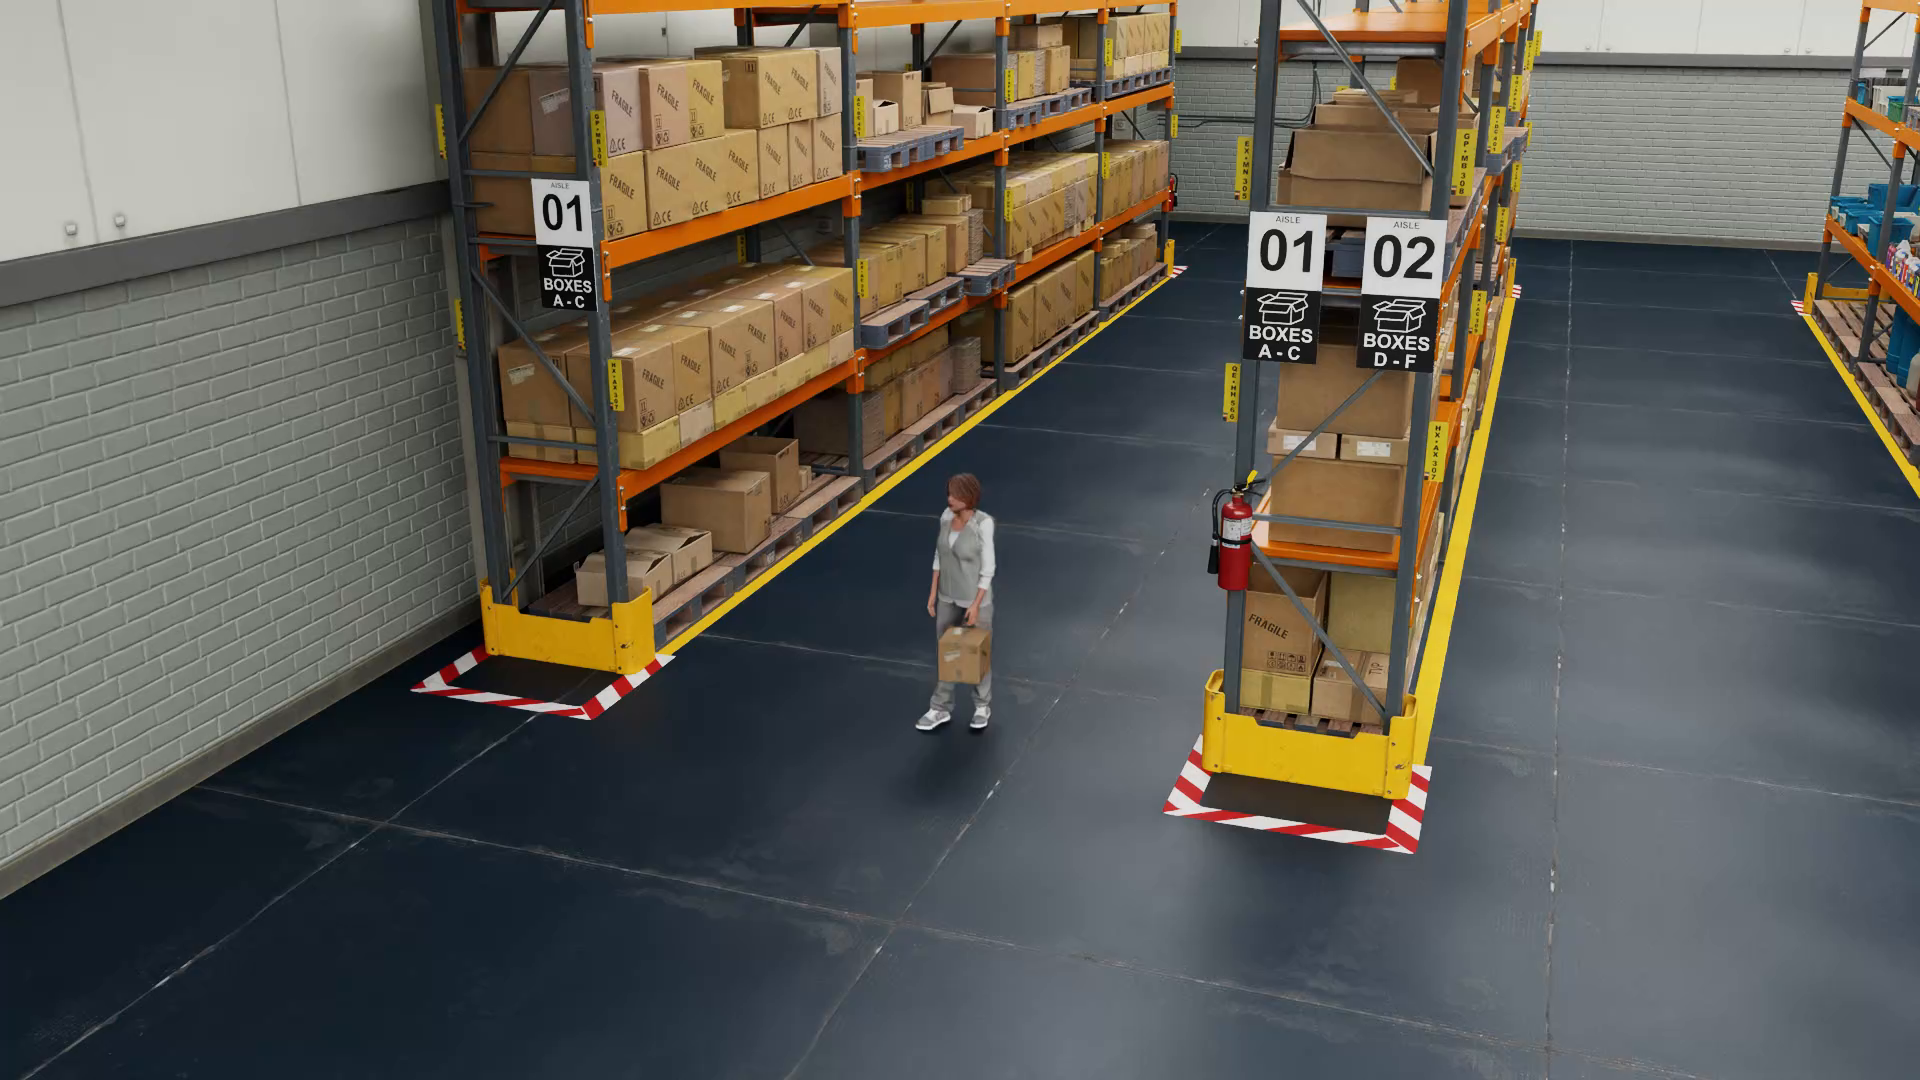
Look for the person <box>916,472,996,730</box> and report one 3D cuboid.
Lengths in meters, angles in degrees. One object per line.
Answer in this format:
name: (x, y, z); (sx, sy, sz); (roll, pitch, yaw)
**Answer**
person: (0.011, 0.377, 9.952); (0.436, 1.605, 0.456); (12, 22, 31)
